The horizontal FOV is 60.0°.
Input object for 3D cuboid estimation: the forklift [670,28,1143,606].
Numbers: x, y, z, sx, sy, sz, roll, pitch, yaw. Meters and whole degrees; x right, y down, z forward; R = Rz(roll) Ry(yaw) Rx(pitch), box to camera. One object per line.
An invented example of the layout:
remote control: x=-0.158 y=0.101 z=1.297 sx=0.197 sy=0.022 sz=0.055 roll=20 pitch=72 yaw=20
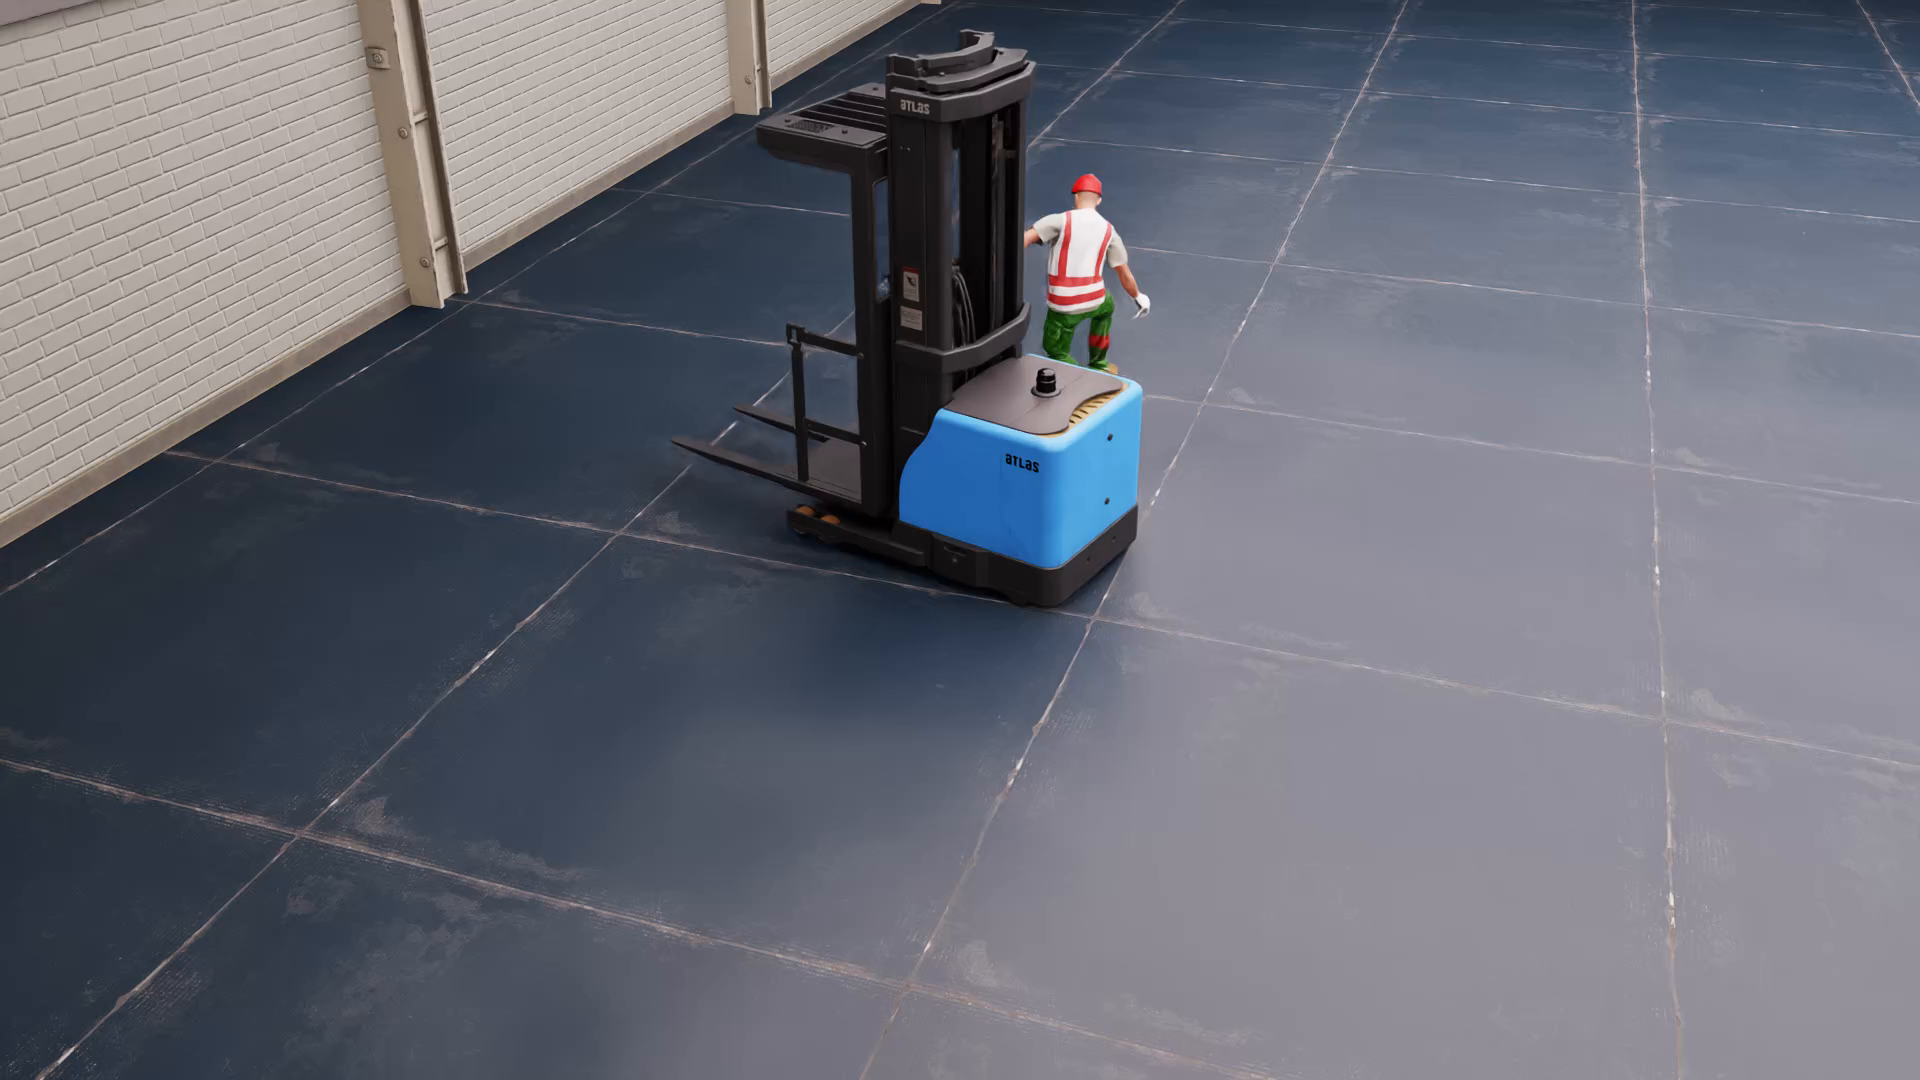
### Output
forklift: x=-0.445 y=-1.454 z=9.686 sx=3.031 sy=2.935 sz=1.130 roll=18 pitch=34 yaw=29

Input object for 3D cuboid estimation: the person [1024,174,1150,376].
person: x=0.713 y=-1.611 z=11.362 sx=1.212 sy=1.690 sz=0.621 roll=-9 pitch=31 yaw=-16
